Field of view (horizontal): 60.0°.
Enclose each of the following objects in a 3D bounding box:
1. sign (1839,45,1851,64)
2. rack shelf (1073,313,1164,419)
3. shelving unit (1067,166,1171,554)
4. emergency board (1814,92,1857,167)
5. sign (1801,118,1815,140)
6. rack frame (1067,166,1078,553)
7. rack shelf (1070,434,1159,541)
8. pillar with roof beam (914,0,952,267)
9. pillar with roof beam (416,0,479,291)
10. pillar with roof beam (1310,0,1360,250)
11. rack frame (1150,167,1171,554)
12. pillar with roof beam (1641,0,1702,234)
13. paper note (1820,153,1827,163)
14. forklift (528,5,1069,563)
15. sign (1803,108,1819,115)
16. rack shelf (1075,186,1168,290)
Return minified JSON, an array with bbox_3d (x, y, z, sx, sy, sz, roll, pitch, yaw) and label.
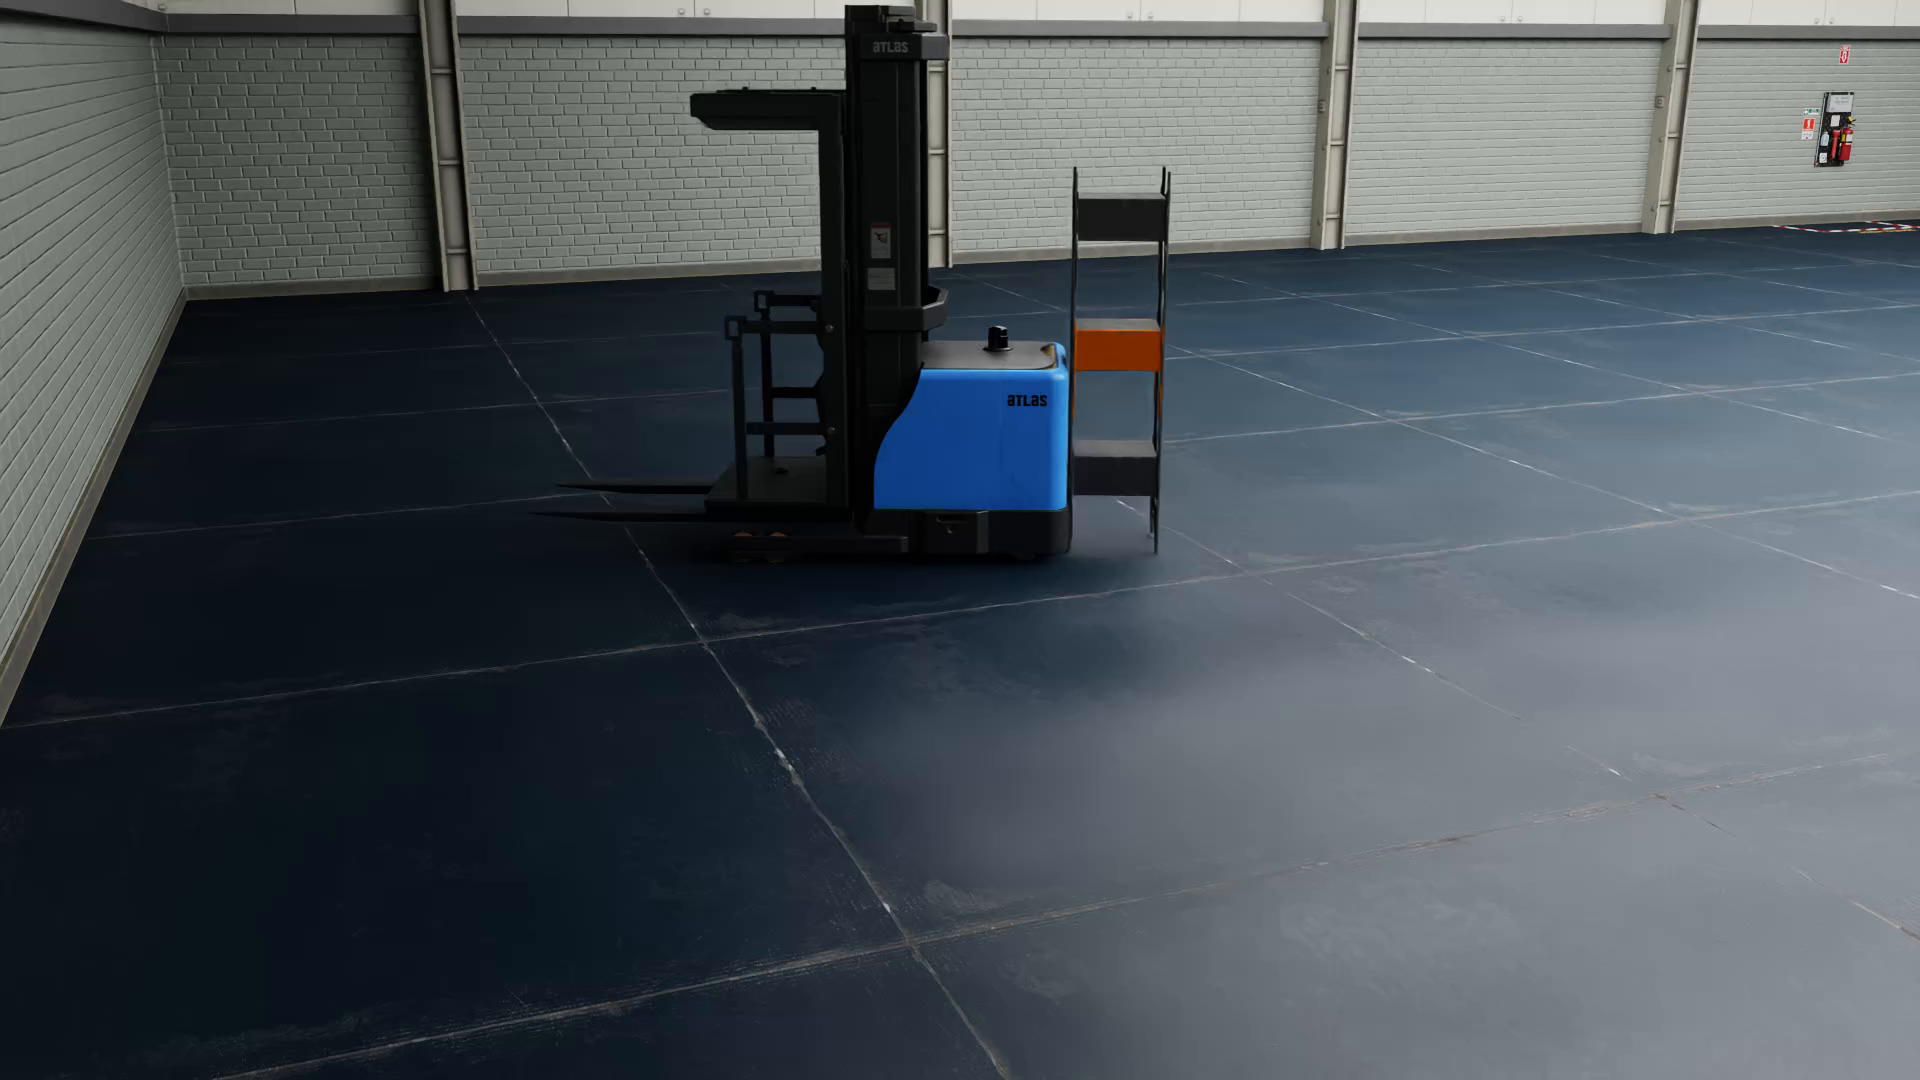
[{"bbox_3d":[14.106,-7.740,26.518,0.199,0.298,0.001,-6,17,-20],"label":"sign"},{"bbox_3d":[0.866,-0.974,9.238,0.480,0.518,0.431,1,16,2],"label":"rack shelf"},{"bbox_3d":[0.866,-0.987,9.234,0.503,2.100,0.431,1,16,2],"label":"shelving unit"},{"bbox_3d":[14.149,-6.602,26.758,0.643,1.169,0.194,-6,17,-20],"label":"emergency board"},{"bbox_3d":[13.596,-6.591,26.655,0.234,0.329,0.001,-6,17,-20],"label":"sign"},{"bbox_3d":[0.623,-0.990,9.243,0.015,2.100,0.400,1,16,2],"label":"rack frame"},{"bbox_3d":[0.866,-0.303,9.435,0.480,0.518,0.431,1,16,2],"label":"rack shelf"},{"bbox_3d":[1.203,-6.773,16.690,0.400,9.000,9.100,-6,17,-20],"label":"pillar with roof beam"},{"bbox_3d":[-4.400,-6.168,14.630,0.400,9.000,9.100,-6,17,-20],"label":"pillar with roof beam"},{"bbox_3d":[6.806,-7.377,18.750,0.400,9.000,9.100,-6,17,-20],"label":"pillar with roof beam"},{"bbox_3d":[1.110,-0.985,9.225,0.015,2.100,0.400,1,16,2],"label":"rack frame"},{"bbox_3d":[12.408,-7.982,20.810,0.400,9.000,9.100,-6,17,-20],"label":"pillar with roof beam"},{"bbox_3d":[13.959,-6.180,26.883,0.142,0.148,0.016,-6,17,-20],"label":"paper note"},{"bbox_3d":[-0.903,-1.426,9.253,3.031,2.935,1.130,1,16,2],"label":"forklift"},{"bbox_3d":[13.604,-6.843,26.574,0.331,0.109,0.001,-6,17,-20],"label":"sign"},{"bbox_3d":[0.866,-1.646,9.041,0.480,0.518,0.431,1,16,2],"label":"rack shelf"}]
